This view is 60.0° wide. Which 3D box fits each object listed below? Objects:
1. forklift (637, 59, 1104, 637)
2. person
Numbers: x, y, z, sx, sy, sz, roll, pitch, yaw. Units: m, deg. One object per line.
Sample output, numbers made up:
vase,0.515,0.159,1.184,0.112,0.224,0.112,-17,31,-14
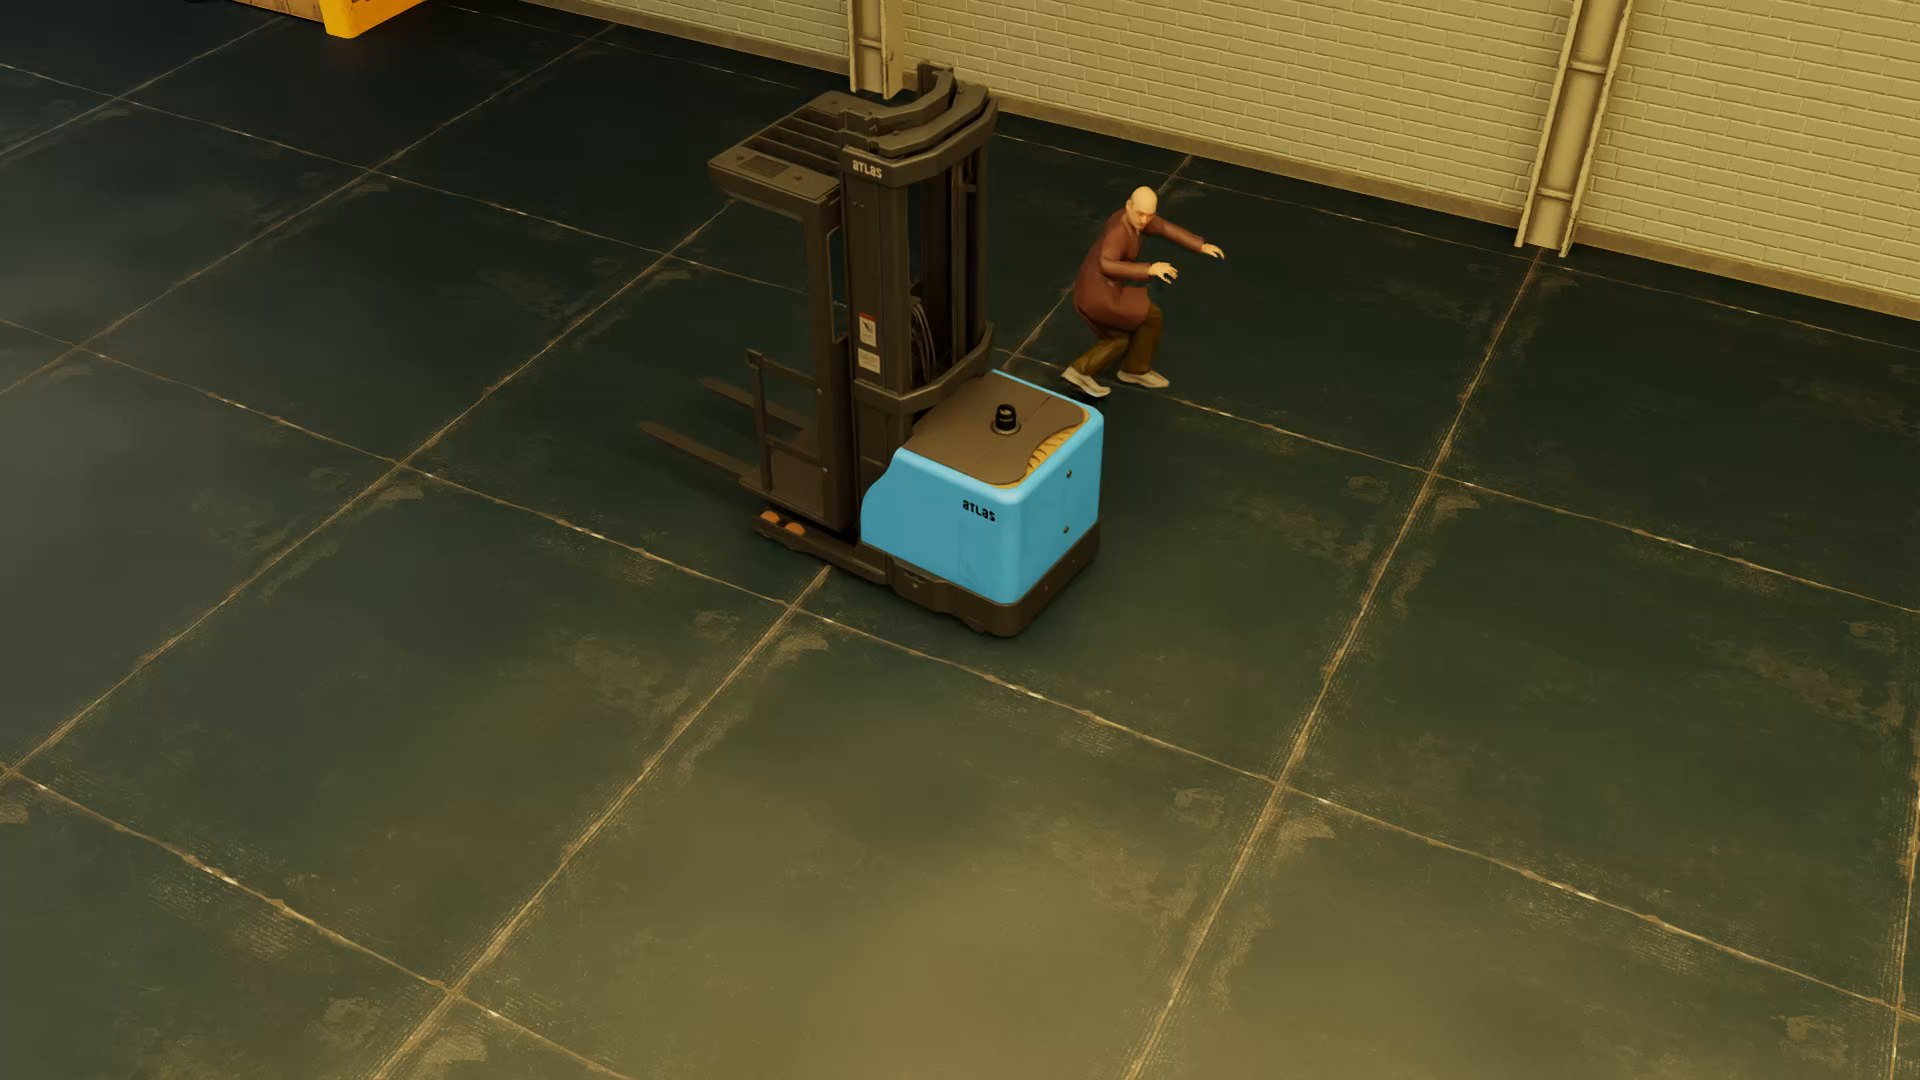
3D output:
forklift,-0.664,-1.318,9.551,3.031,2.935,1.130,24,46,26
person,1.242,-1.599,11.016,1.185,1.522,0.875,-8,41,-10
